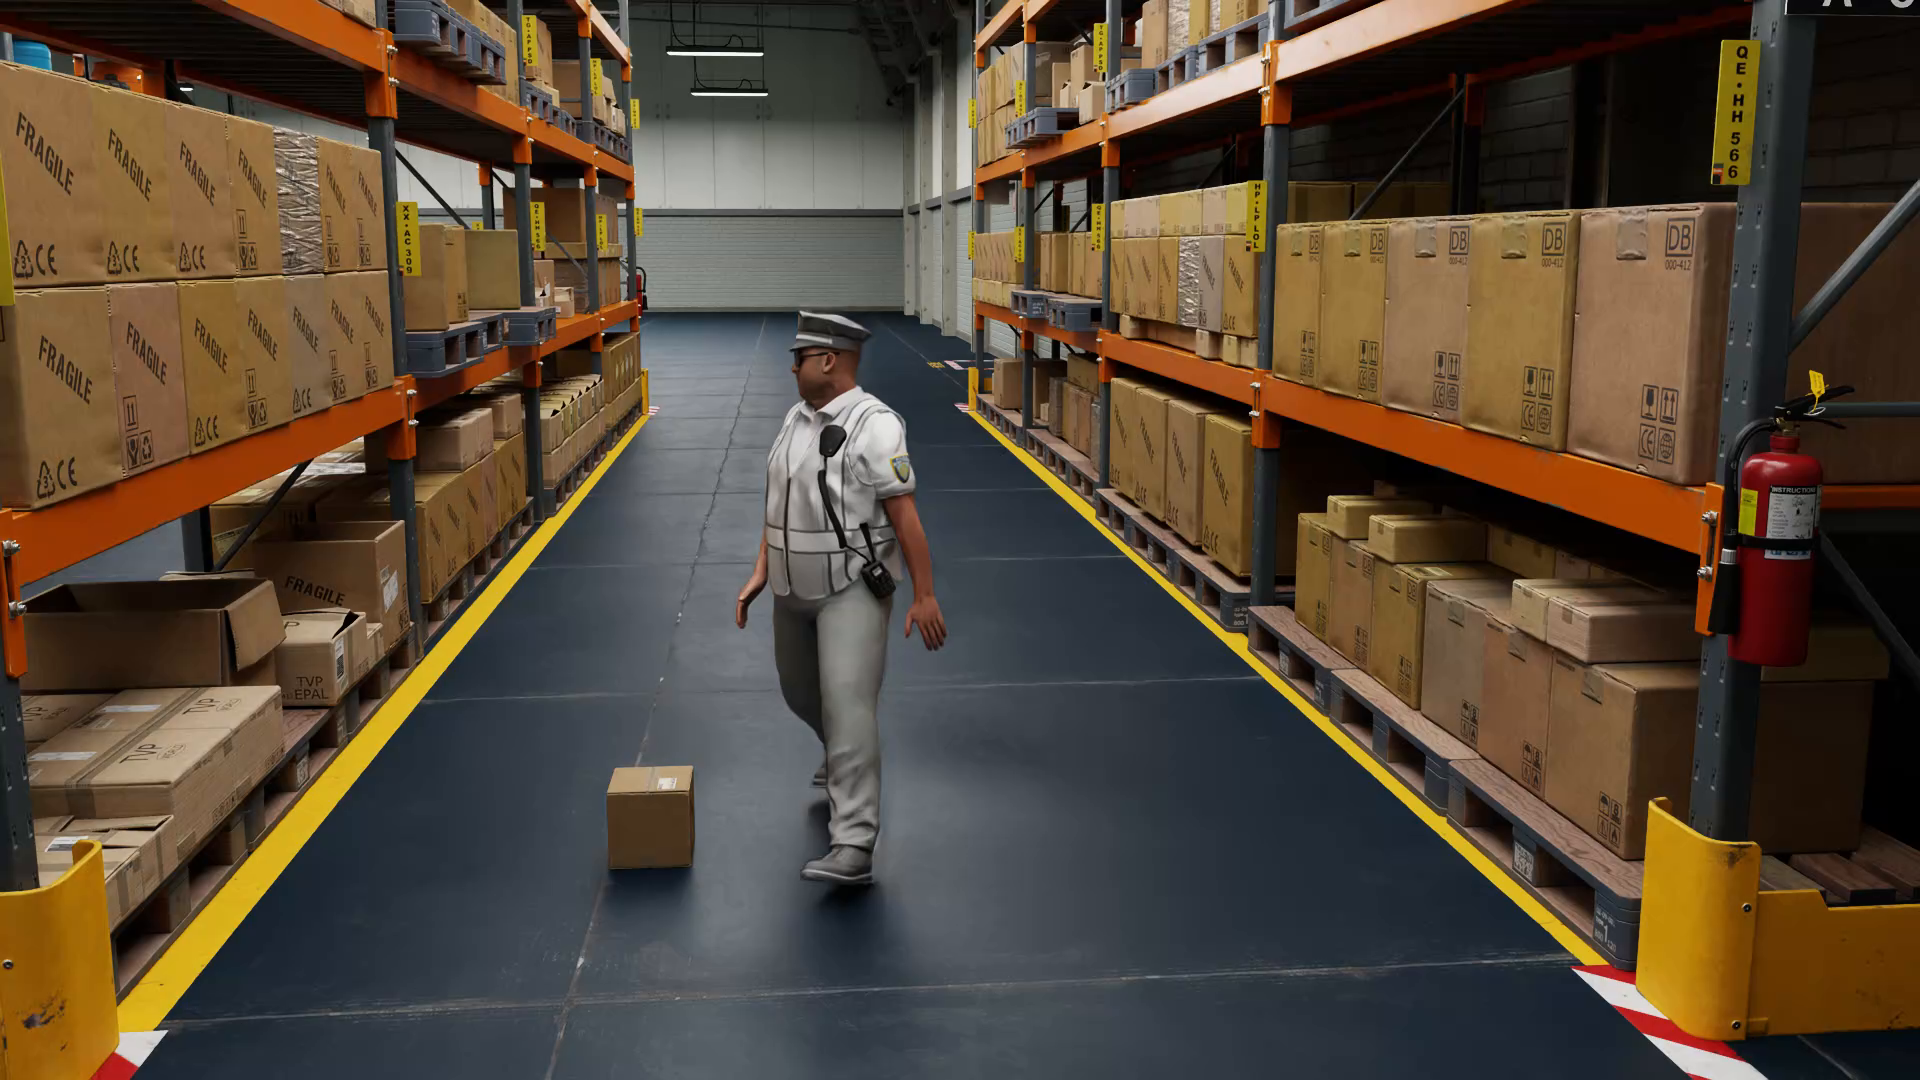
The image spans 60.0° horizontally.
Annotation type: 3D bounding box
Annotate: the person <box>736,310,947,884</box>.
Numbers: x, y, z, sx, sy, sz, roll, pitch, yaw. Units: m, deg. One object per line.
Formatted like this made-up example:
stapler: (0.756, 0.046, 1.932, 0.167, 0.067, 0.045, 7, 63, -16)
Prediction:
person: (-0.390, 0.135, 5.235, 0.814, 1.695, 1.000, 8, 13, 39)
